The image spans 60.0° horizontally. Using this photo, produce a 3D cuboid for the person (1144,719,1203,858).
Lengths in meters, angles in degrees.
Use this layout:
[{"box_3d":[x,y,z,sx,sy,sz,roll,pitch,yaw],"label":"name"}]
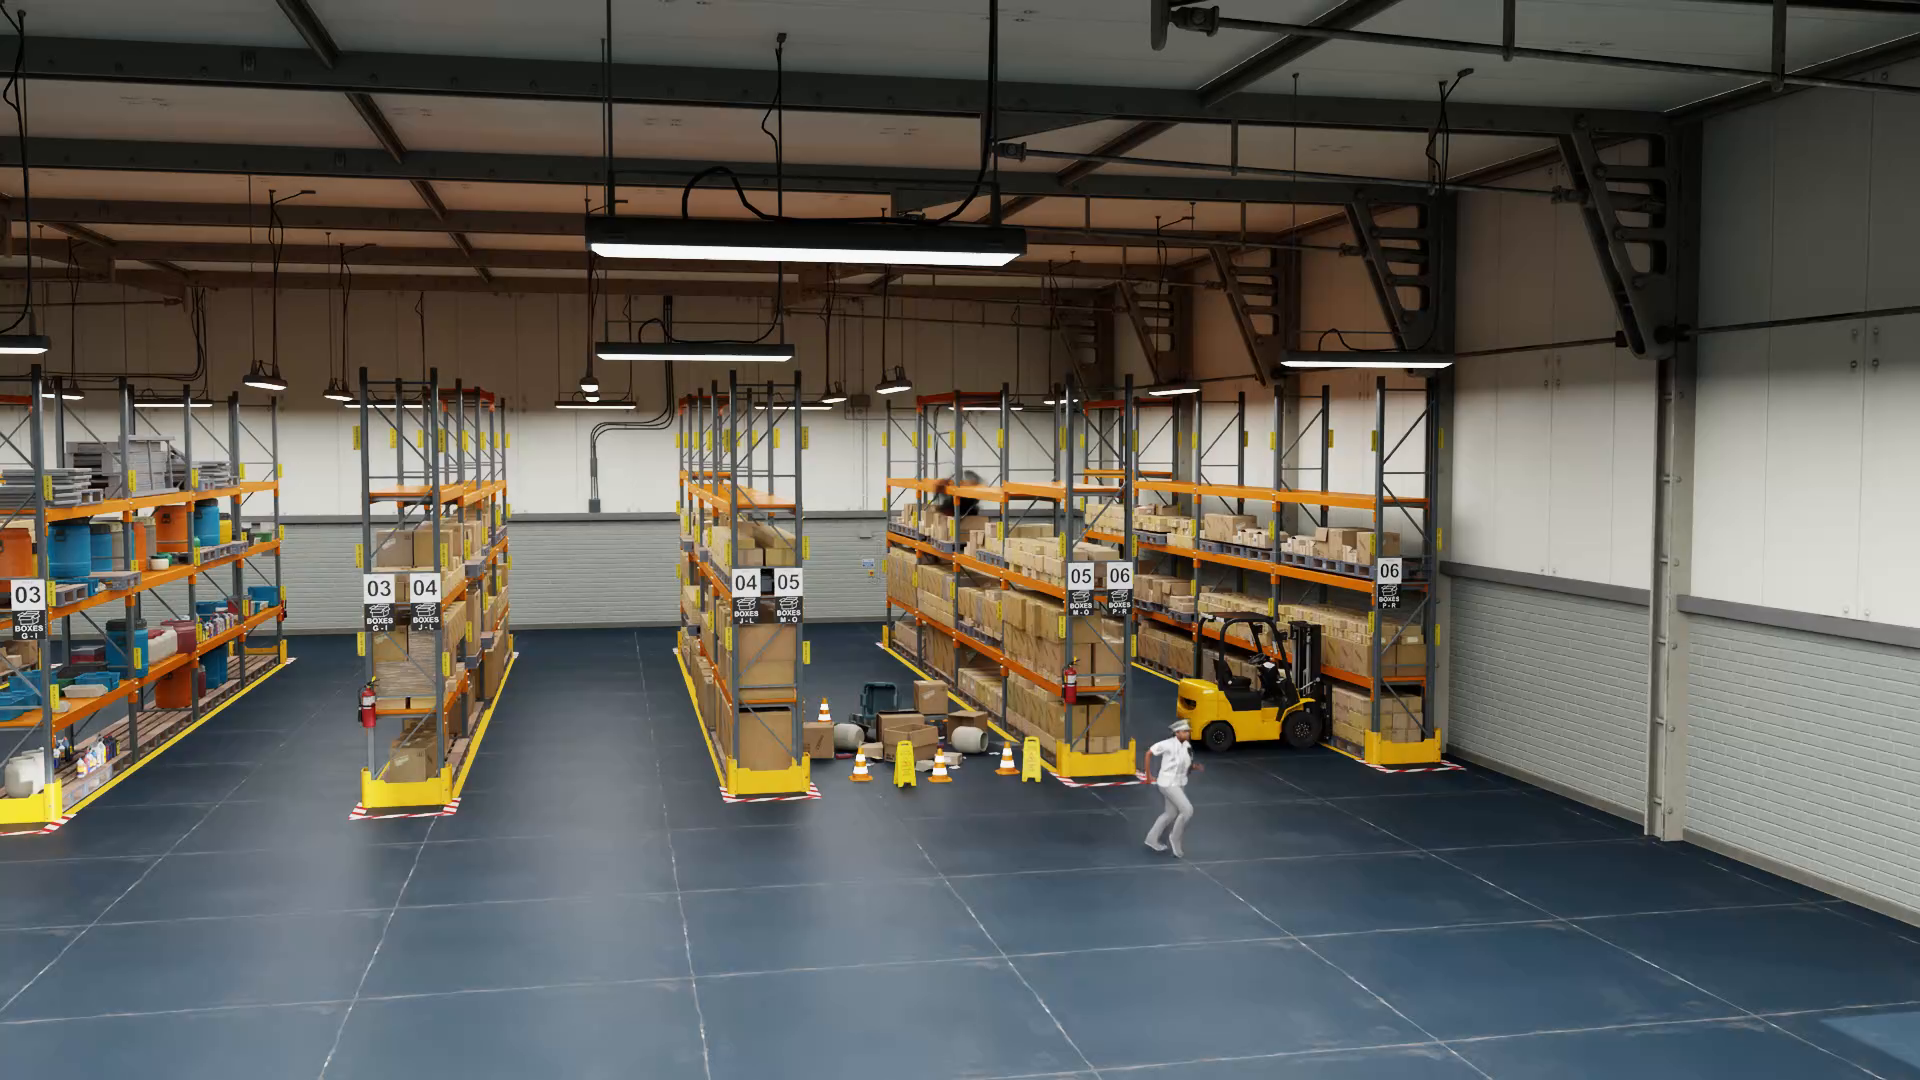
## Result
[{"box_3d":[2.560,2.969,19.989,0.786,1.677,0.594,3,5,42],"label":"person"}]
